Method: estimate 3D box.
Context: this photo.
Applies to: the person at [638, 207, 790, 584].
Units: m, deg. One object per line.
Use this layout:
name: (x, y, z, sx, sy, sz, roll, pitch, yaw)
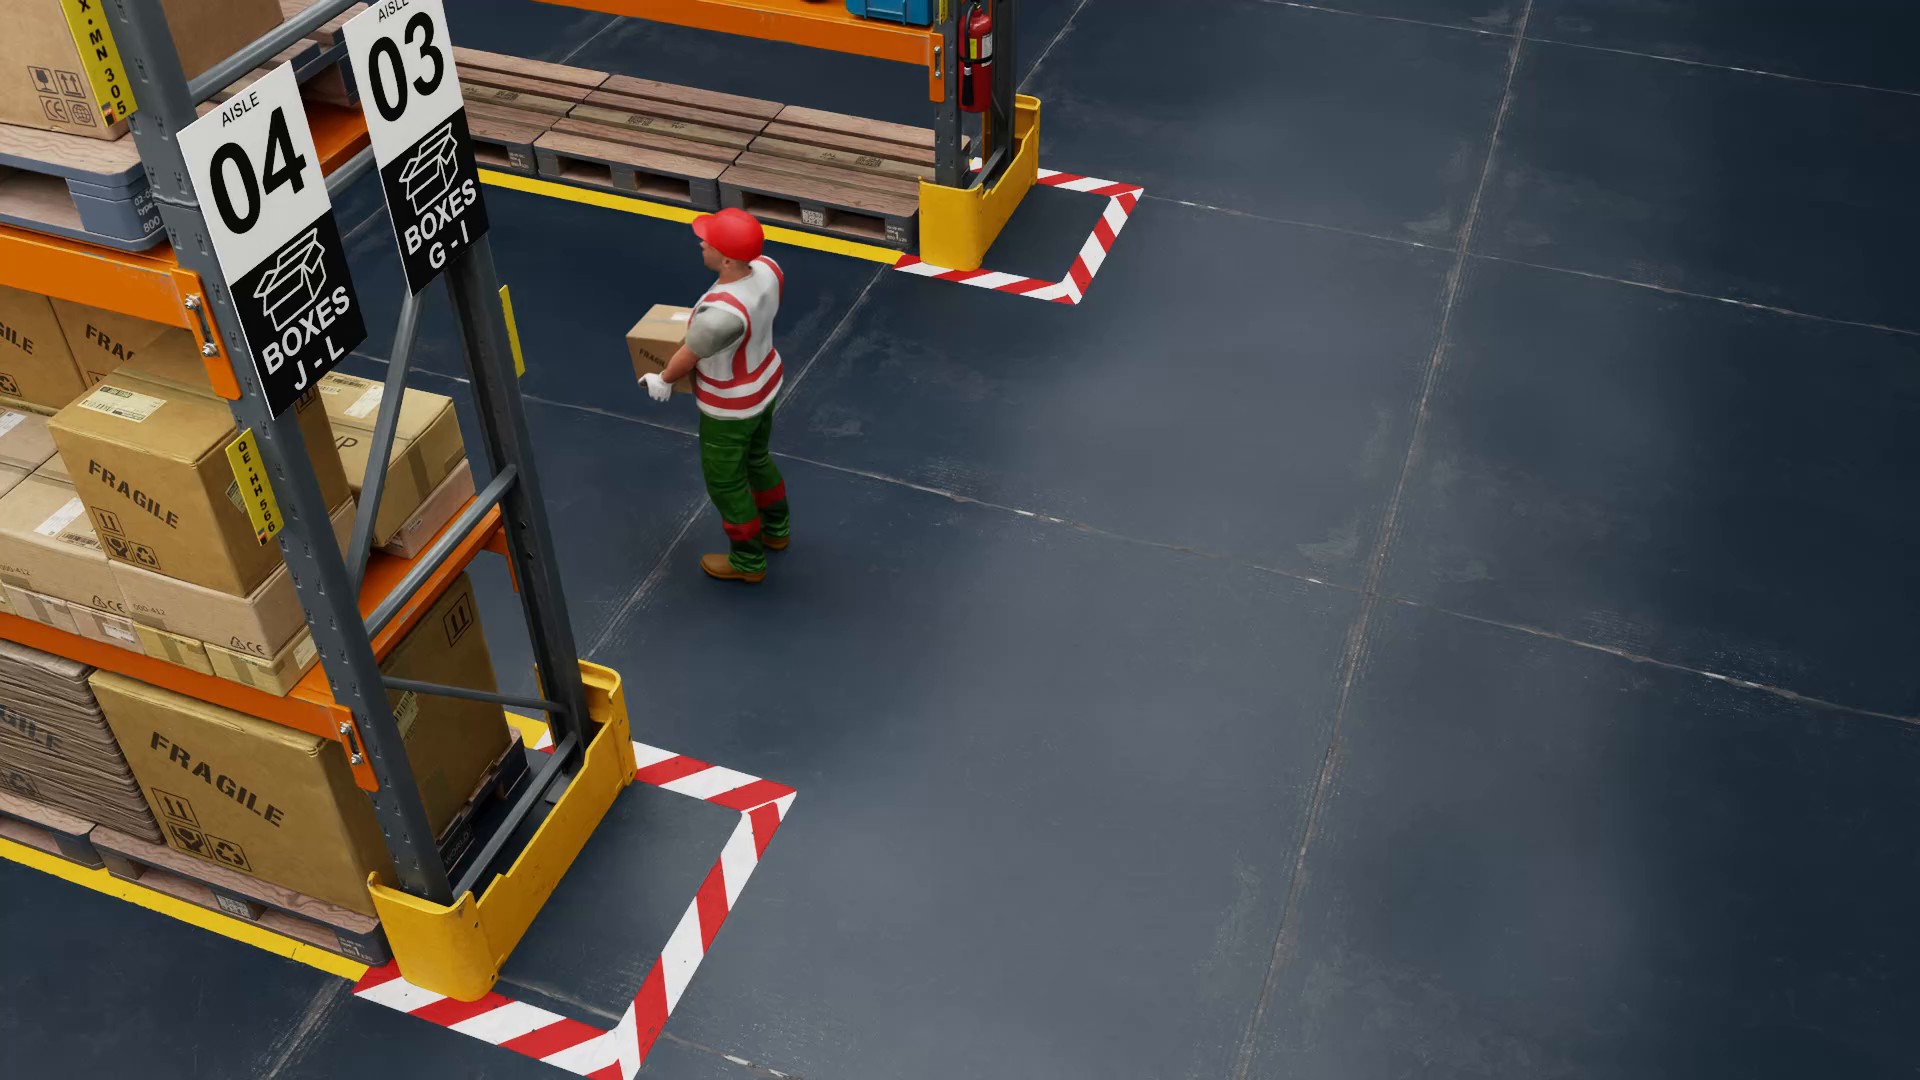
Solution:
person: (-1.004, -0.602, 6.835, 0.563, 1.782, 0.493, 14, 43, 15)
